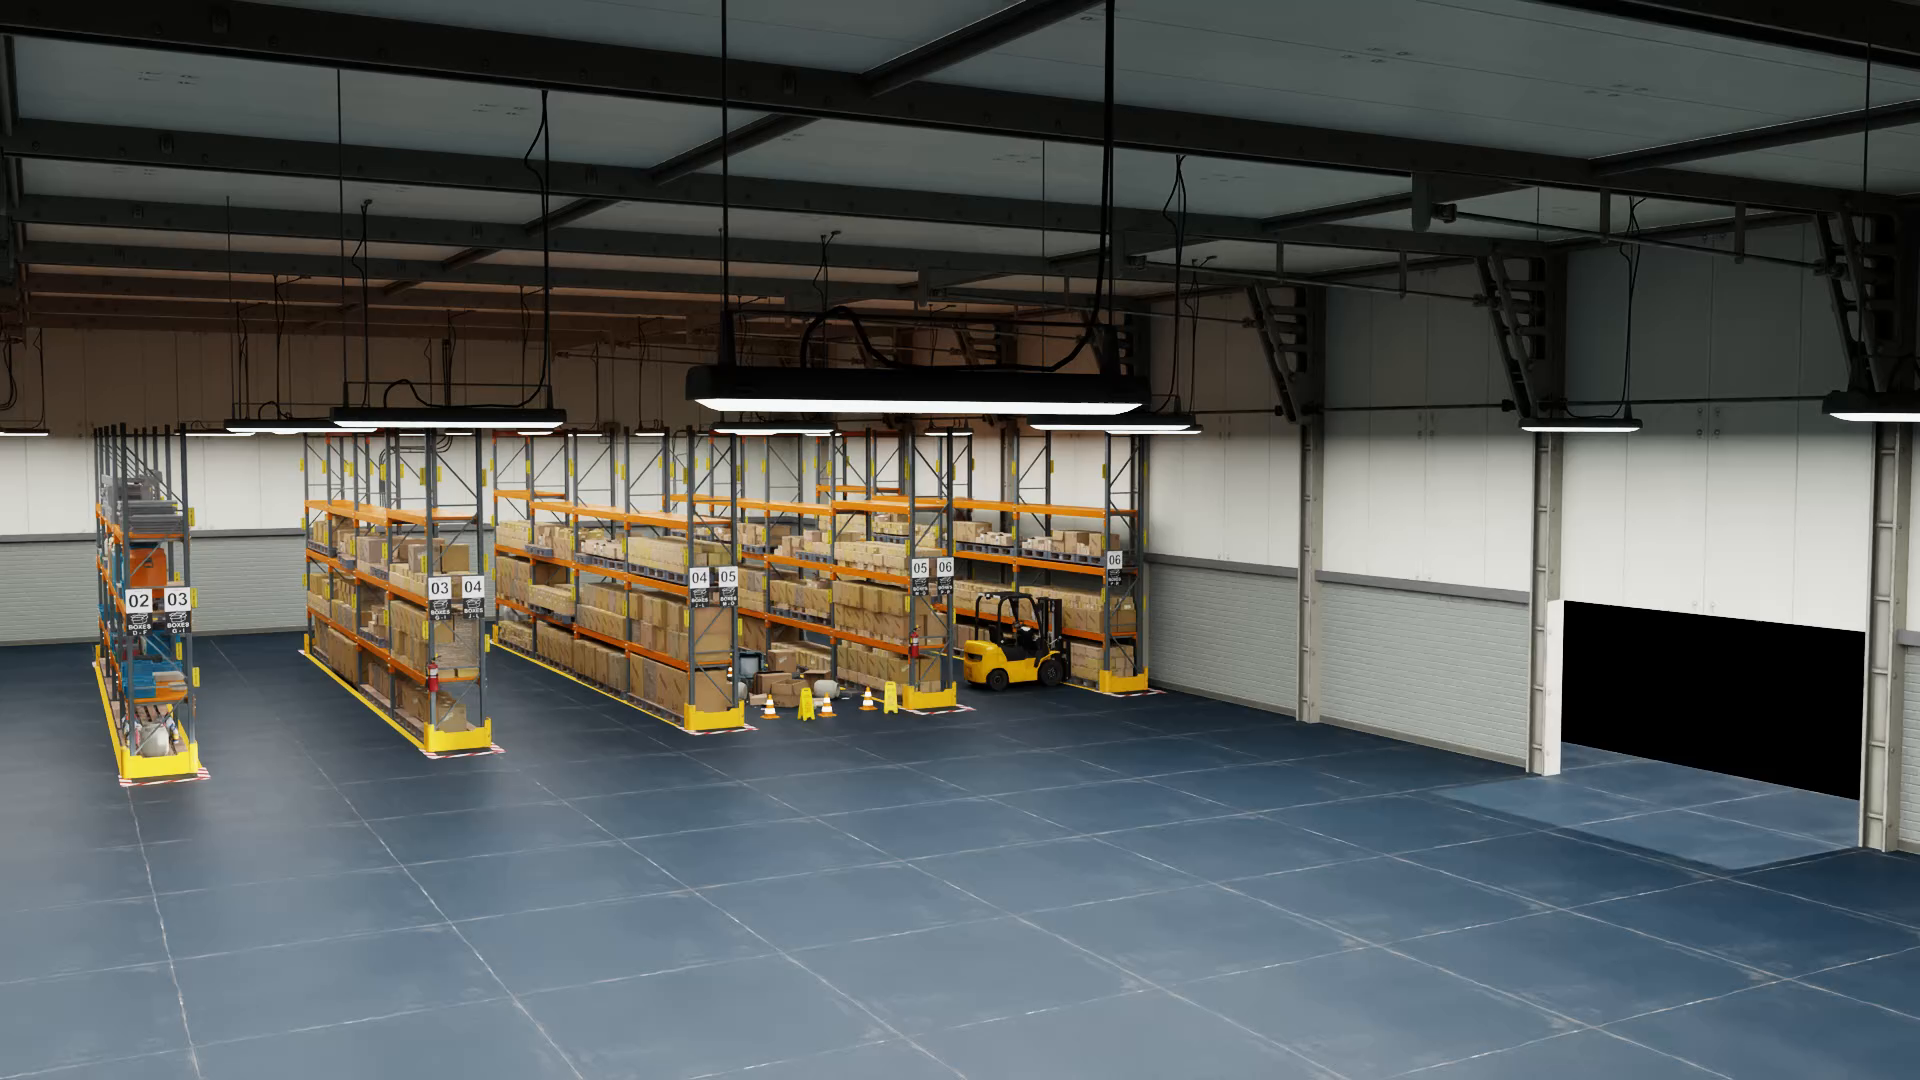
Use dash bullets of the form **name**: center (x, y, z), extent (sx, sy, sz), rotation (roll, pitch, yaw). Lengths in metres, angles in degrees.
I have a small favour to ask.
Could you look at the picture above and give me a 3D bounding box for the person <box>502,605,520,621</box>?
- **person**: center (-13.036, 1.967, 48.268), extent (0.527, 1.676, 0.396), rotation (-2, 4, -26)
